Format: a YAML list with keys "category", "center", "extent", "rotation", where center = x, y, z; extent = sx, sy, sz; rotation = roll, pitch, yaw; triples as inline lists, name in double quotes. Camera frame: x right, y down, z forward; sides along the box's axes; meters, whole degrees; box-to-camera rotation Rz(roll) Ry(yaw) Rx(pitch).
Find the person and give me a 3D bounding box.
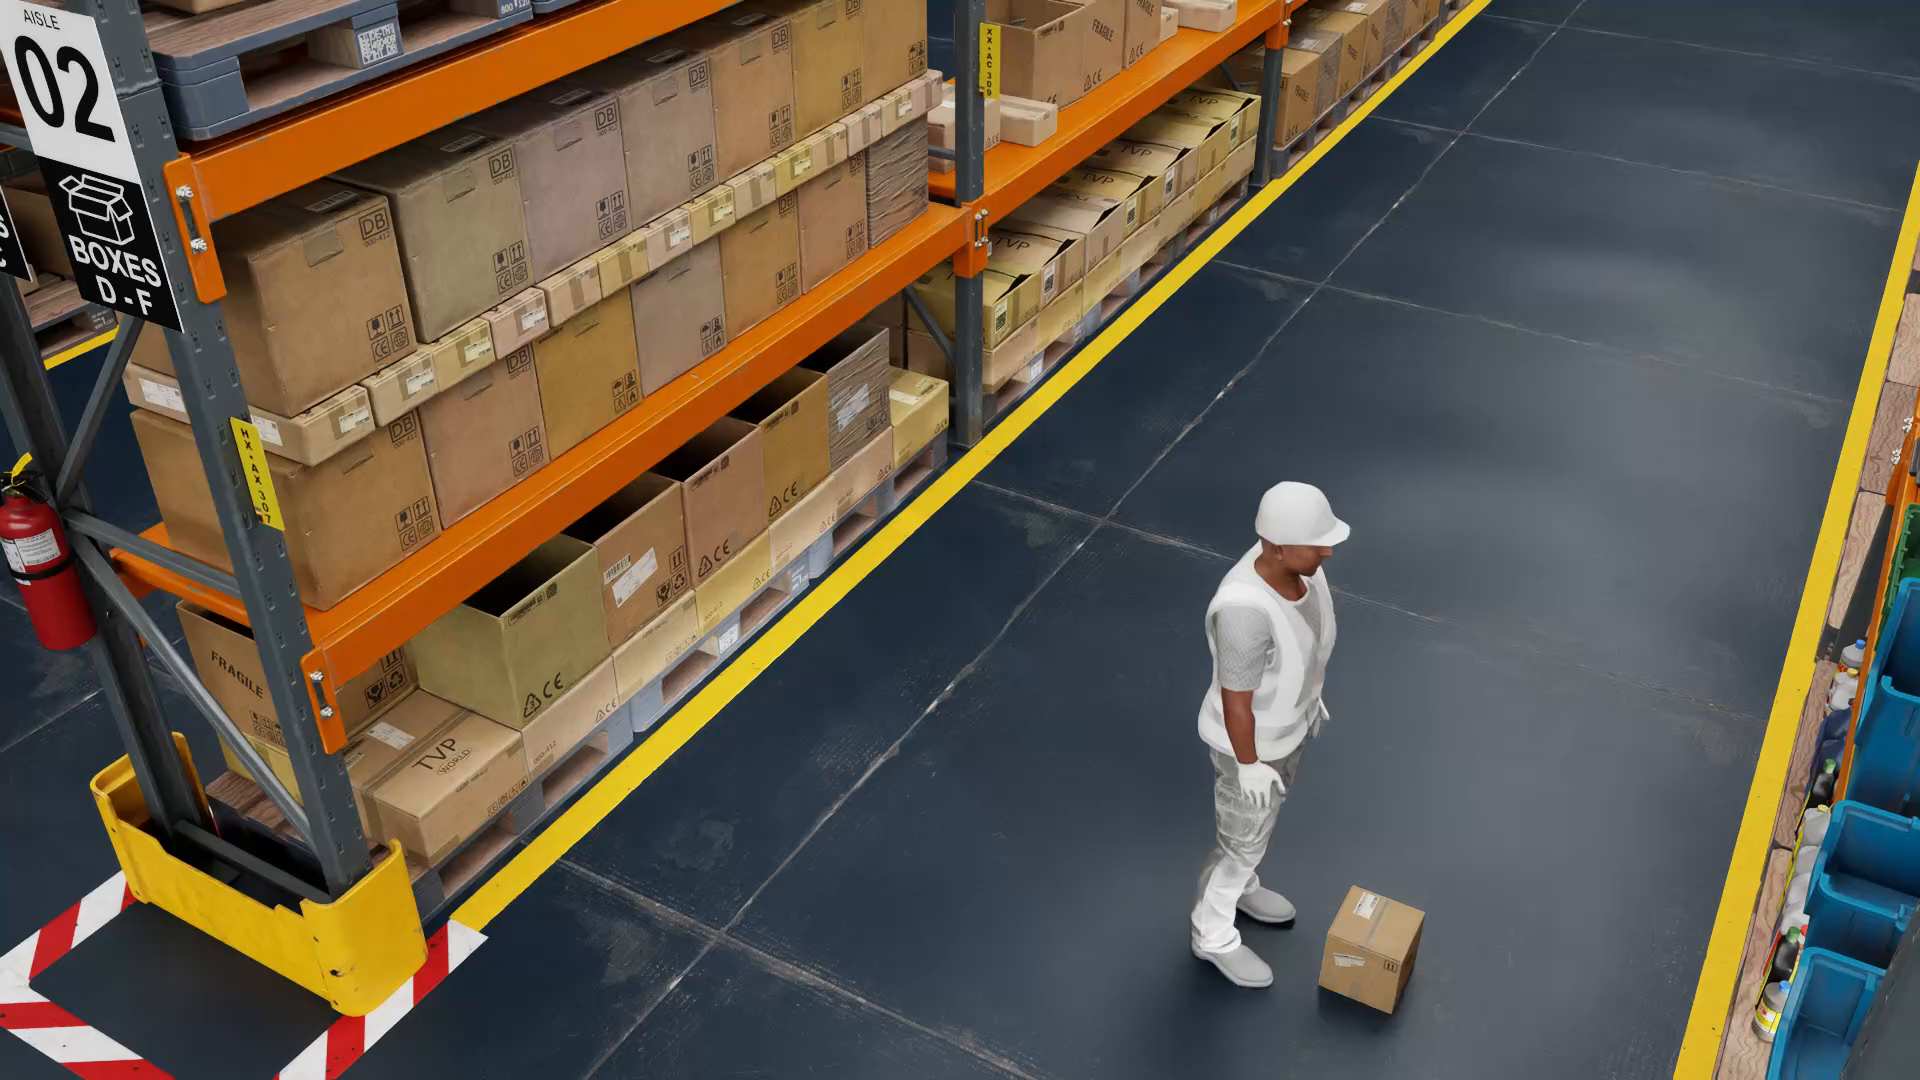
- category: "person"
  center: [0.967, 0.589, 5.243]
  extent: [0.390, 1.787, 0.550]
  rotation: [18, 38, 25]
